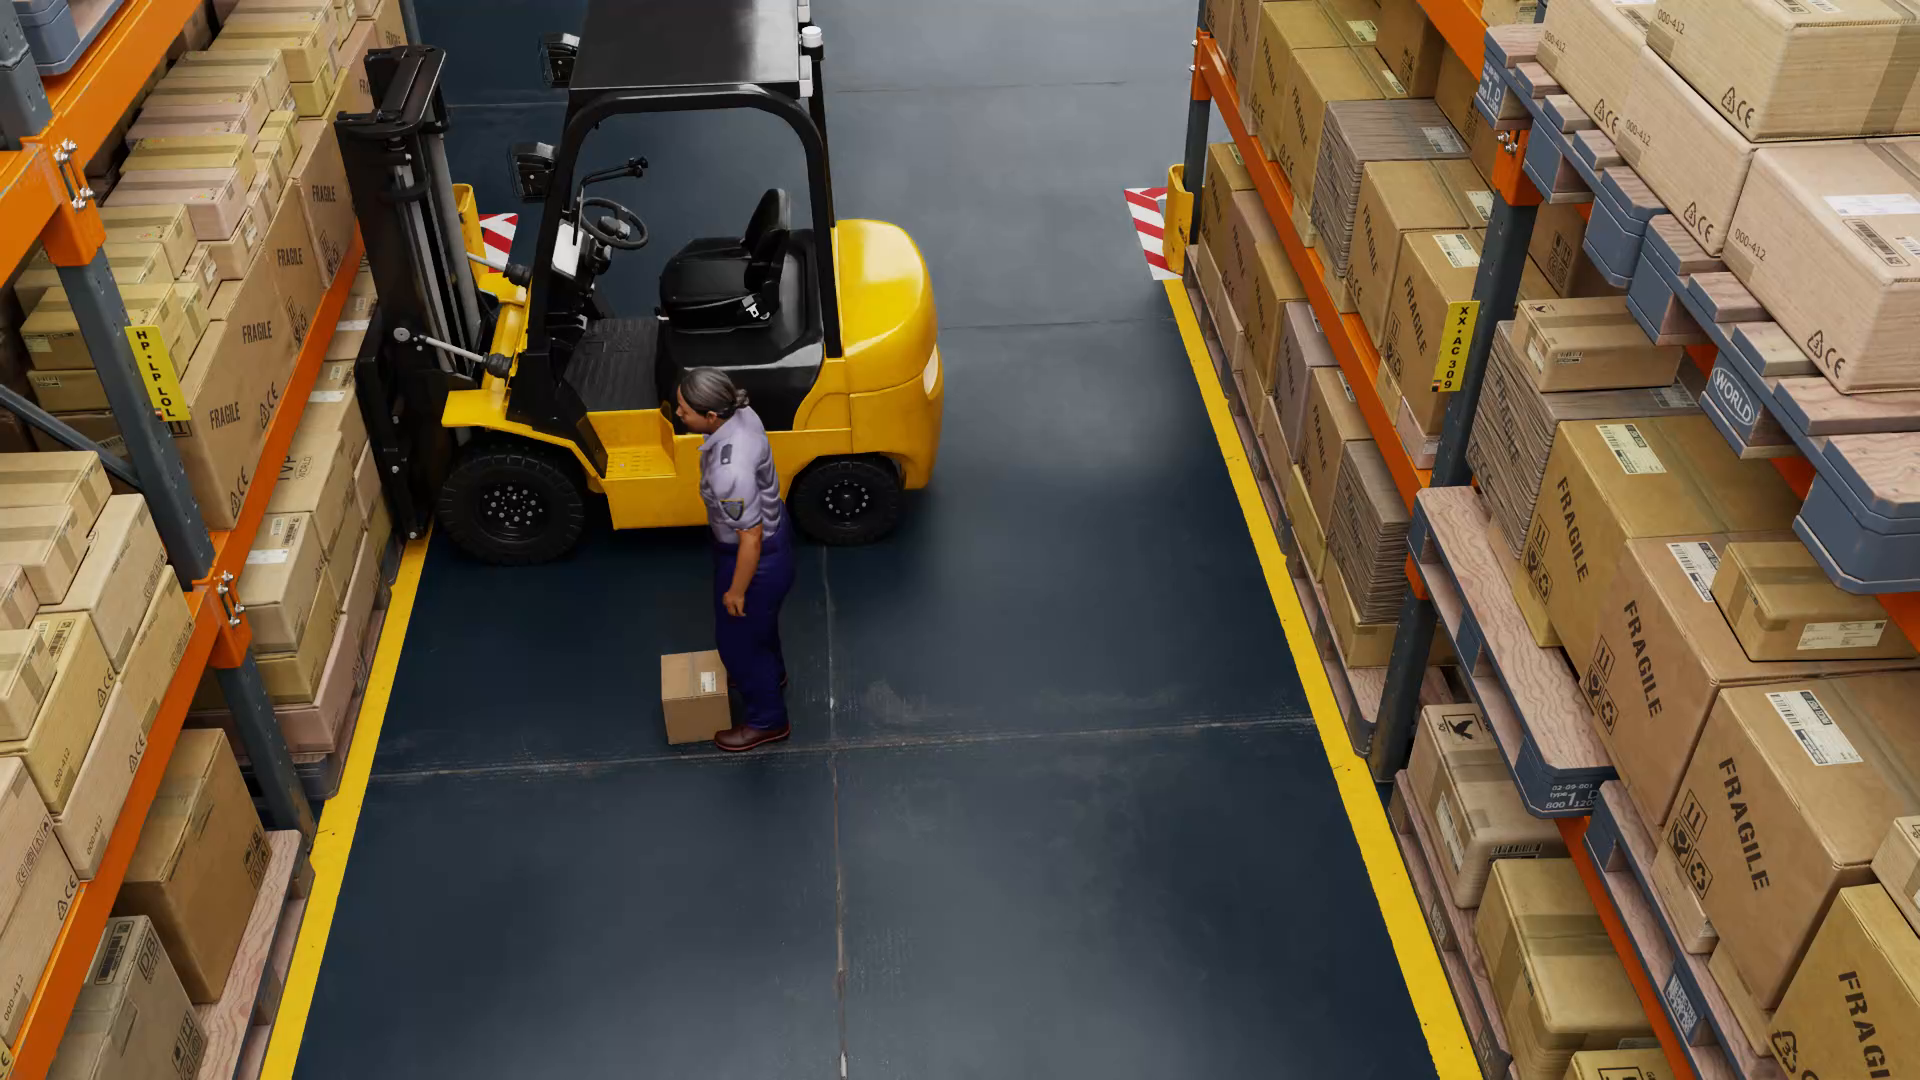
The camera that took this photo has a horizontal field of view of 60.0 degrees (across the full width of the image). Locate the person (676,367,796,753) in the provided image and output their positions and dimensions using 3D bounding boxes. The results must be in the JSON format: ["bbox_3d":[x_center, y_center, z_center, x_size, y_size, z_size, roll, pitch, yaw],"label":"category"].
[{"bbox_3d":[-0.793,0.050,6.104,0.372,1.647,0.537,-4,39,-4],"label":"person"}]
